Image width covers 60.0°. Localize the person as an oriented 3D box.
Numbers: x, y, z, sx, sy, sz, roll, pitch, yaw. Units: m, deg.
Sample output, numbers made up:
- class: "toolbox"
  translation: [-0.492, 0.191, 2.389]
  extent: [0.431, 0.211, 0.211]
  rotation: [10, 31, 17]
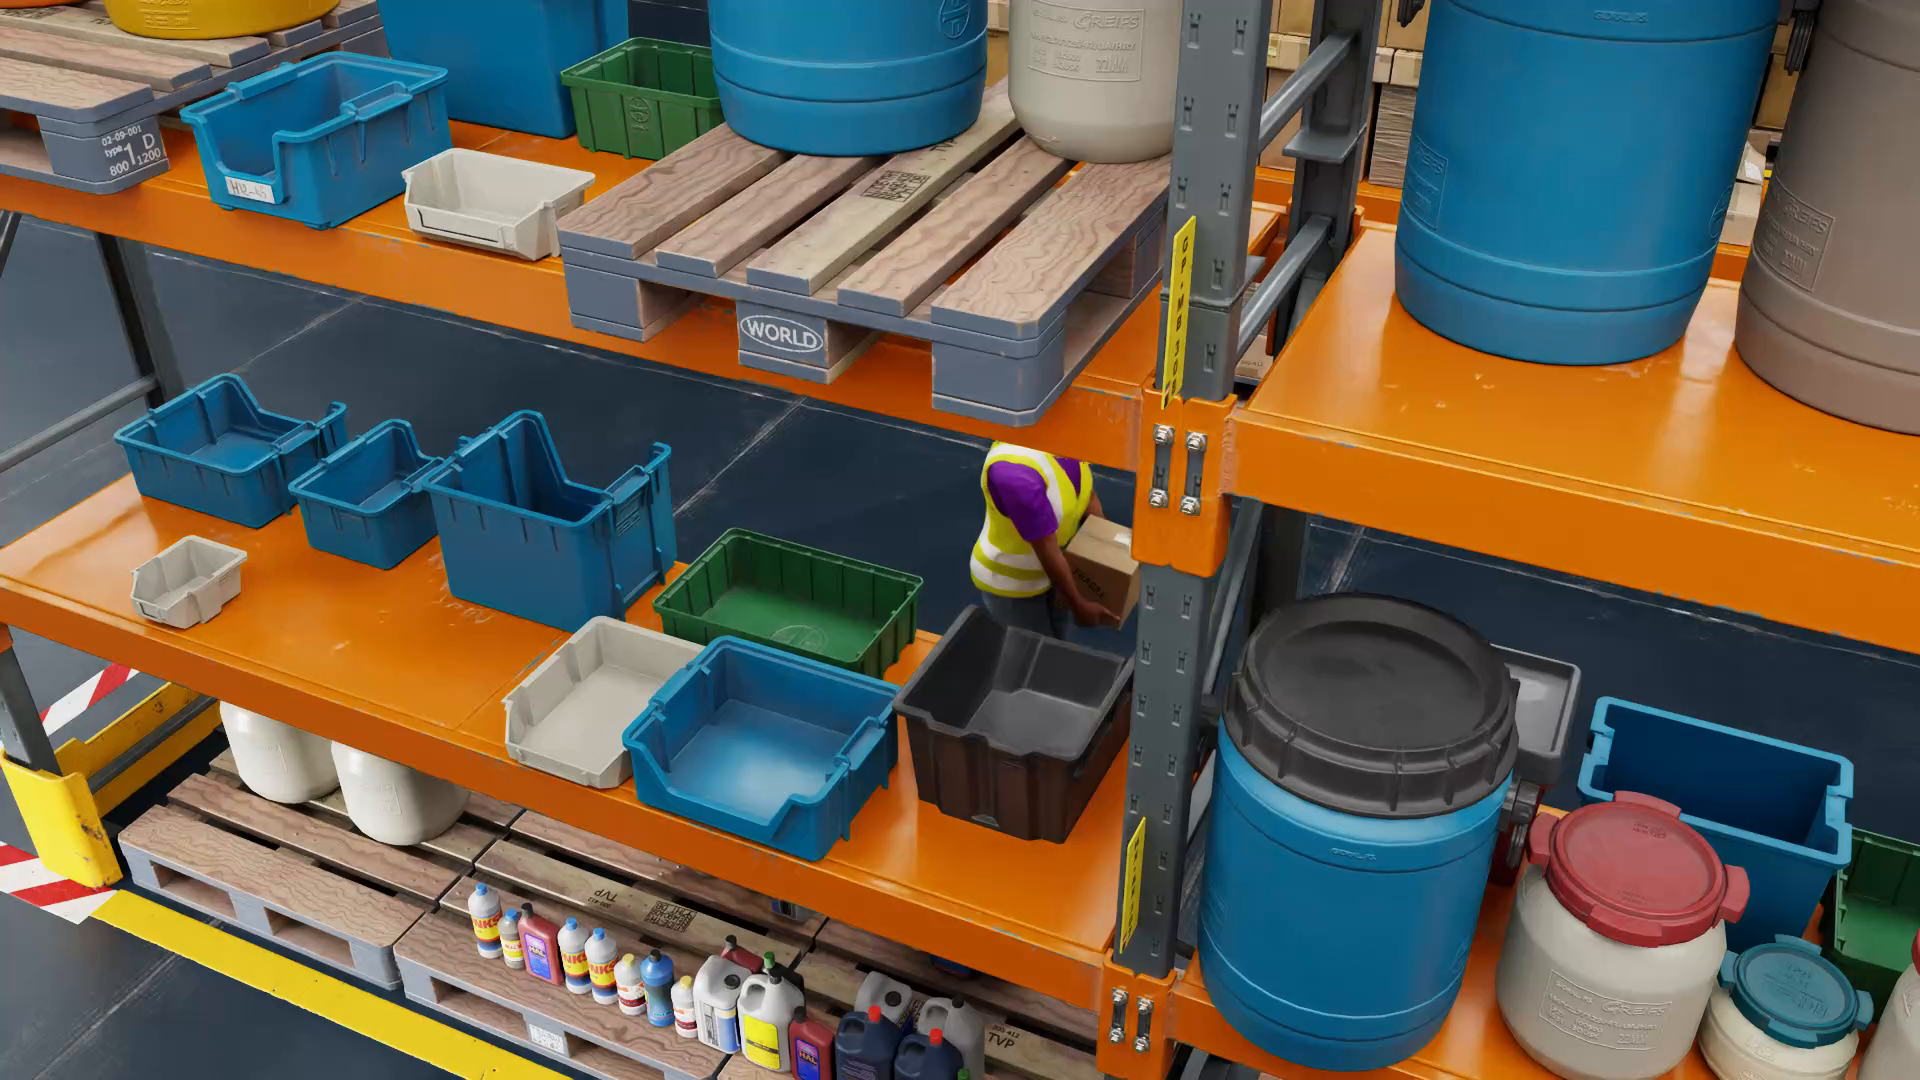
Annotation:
- class: "person"
  translation: [0.346, 0.133, 5.925]
  extent: [0.581, 1.758, 0.504]
  rotation: [14, 36, 20]
